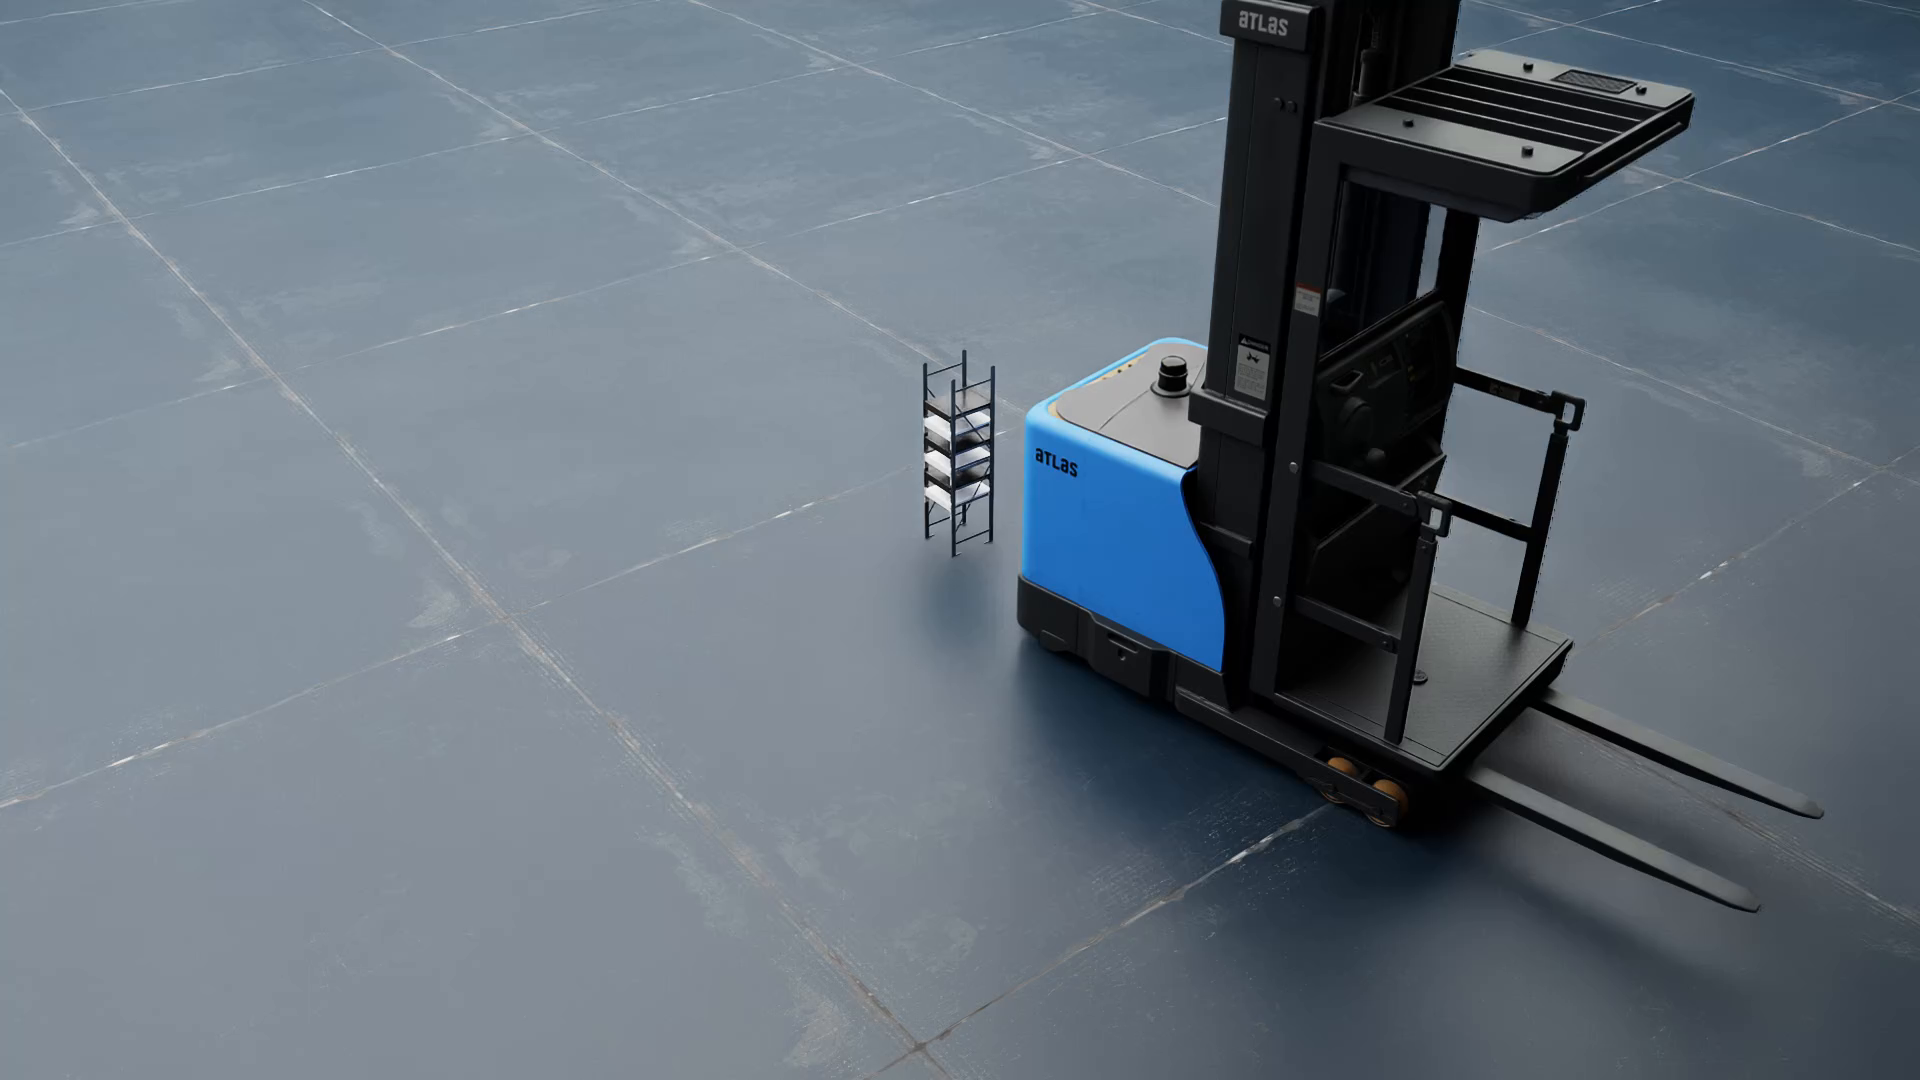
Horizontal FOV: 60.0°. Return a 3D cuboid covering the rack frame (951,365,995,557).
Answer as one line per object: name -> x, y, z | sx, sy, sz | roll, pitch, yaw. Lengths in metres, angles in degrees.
rack frame -> 0.057, -0.343, 7.450 | 0.240, 0.900, 0.006 | -22, 38, -31

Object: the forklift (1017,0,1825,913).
forklift -> 1.674, -0.515, 5.801 | 3.031, 2.935, 1.130 | 25, 40, 35

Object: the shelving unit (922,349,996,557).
shelving unit -> -0.005, -0.386, 7.518 | 0.258, 0.900, 0.210 | -22, 38, -31

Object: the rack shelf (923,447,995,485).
rack shelf -> -0.005, -0.357, 7.536 | 0.258, 0.077, 0.200 | -22, 38, -31

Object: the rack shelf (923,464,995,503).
rack shelf -> -0.005, -0.281, 7.583 | 0.258, 0.077, 0.200 | -22, 38, -31

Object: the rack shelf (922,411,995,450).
rack shelf -> -0.005, -0.510, 7.441 | 0.258, 0.077, 0.200 | -22, 38, -31

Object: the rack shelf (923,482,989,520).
rack shelf -> -0.005, -0.204, 7.631 | 0.258, 0.077, 0.200 | -22, 38, -31

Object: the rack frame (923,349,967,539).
rack frame -> -0.067, -0.428, 7.586 | 0.240, 0.900, 0.006 | -22, 38, -31

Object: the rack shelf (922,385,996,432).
rack shelf -> -0.005, -0.587, 7.393 | 0.258, 0.077, 0.200 | -22, 38, -31

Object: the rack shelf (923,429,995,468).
rack shelf -> -0.005, -0.434, 7.488 | 0.258, 0.077, 0.200 | -22, 38, -31
